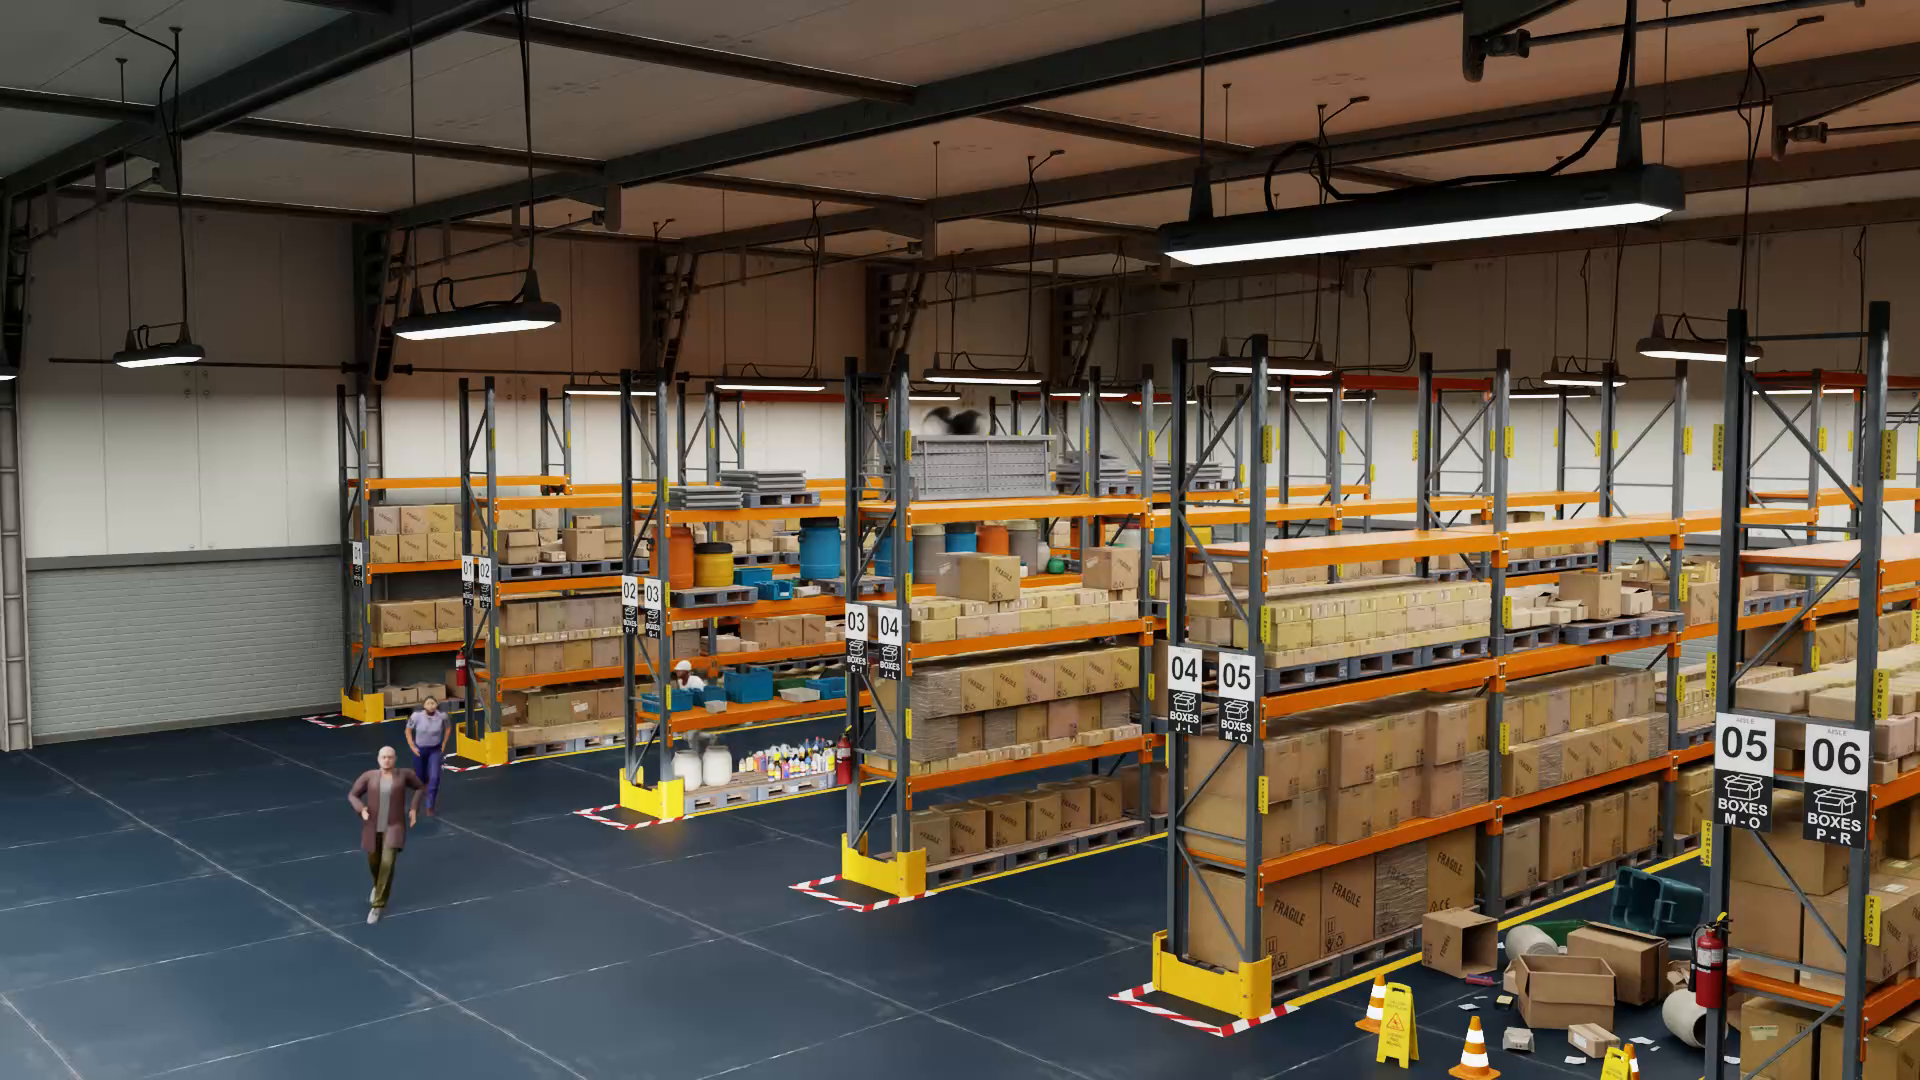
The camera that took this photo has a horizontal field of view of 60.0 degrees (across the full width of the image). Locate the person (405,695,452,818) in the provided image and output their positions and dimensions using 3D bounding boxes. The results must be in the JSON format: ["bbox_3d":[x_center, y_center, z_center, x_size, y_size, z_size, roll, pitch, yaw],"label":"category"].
[{"bbox_3d":[-7.222,2.902,22.617,0.606,1.647,0.921,-1,4,-18],"label":"person"}]

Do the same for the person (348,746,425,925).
[{"bbox_3d":[-6.156,3.104,17.804,0.750,1.801,1.011,0,4,-7],"label":"person"}]

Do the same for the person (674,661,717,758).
[{"bbox_3d":[-4.037,2.668,25.496,0.695,1.691,0.810,3,5,41],"label":"person"}]
